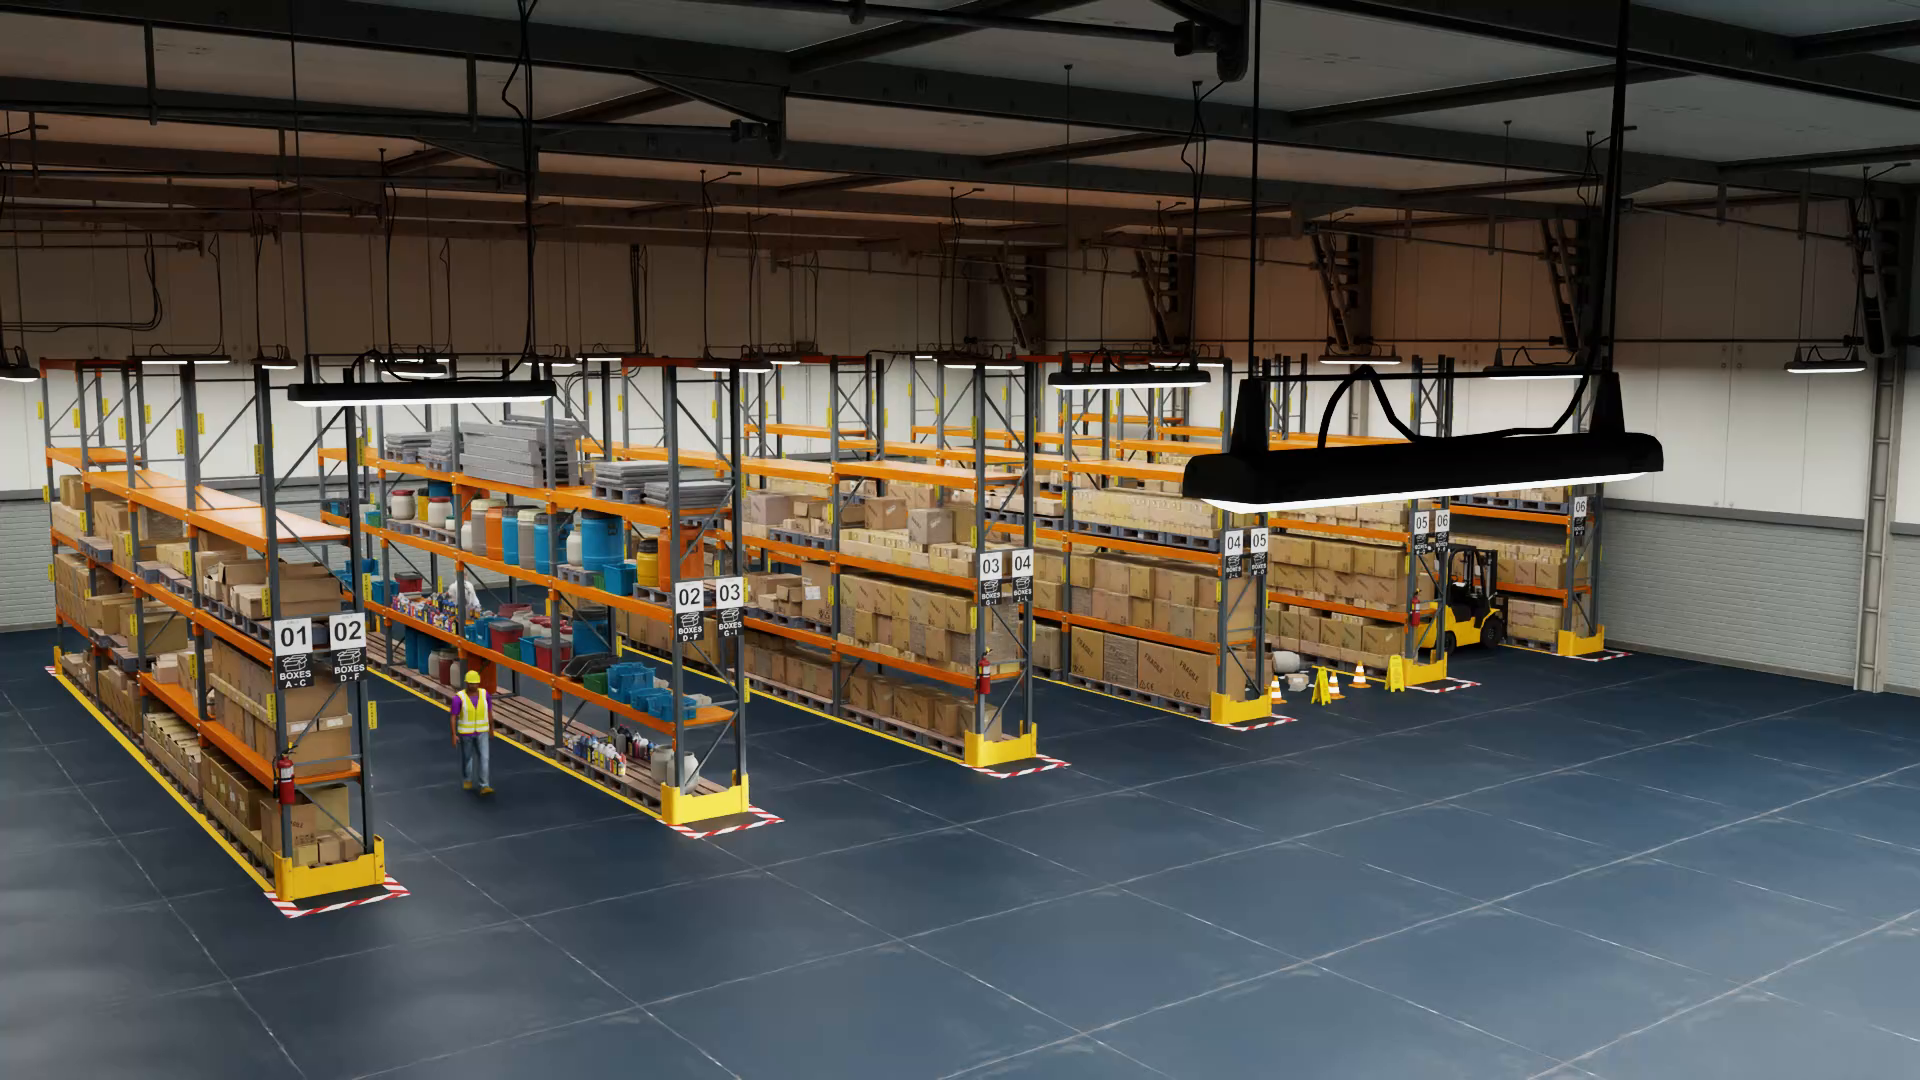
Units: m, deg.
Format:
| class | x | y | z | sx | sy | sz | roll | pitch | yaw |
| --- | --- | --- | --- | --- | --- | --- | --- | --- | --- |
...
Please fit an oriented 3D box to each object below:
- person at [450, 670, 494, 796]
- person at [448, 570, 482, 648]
| class | x | y | z | sx | sy | sz | roll | pitch | yaw |
| --- | --- | --- | --- | --- | --- | --- | --- | --- | --- |
| person | -6.781 | 2.686 | 23.172 | 0.630 | 1.734 | 0.950 | -3 | 8 | -27 |
| person | -9.894 | 1.470 | 33.245 | 1.027 | 1.772 | 0.638 | 4 | 8 | 32 |
